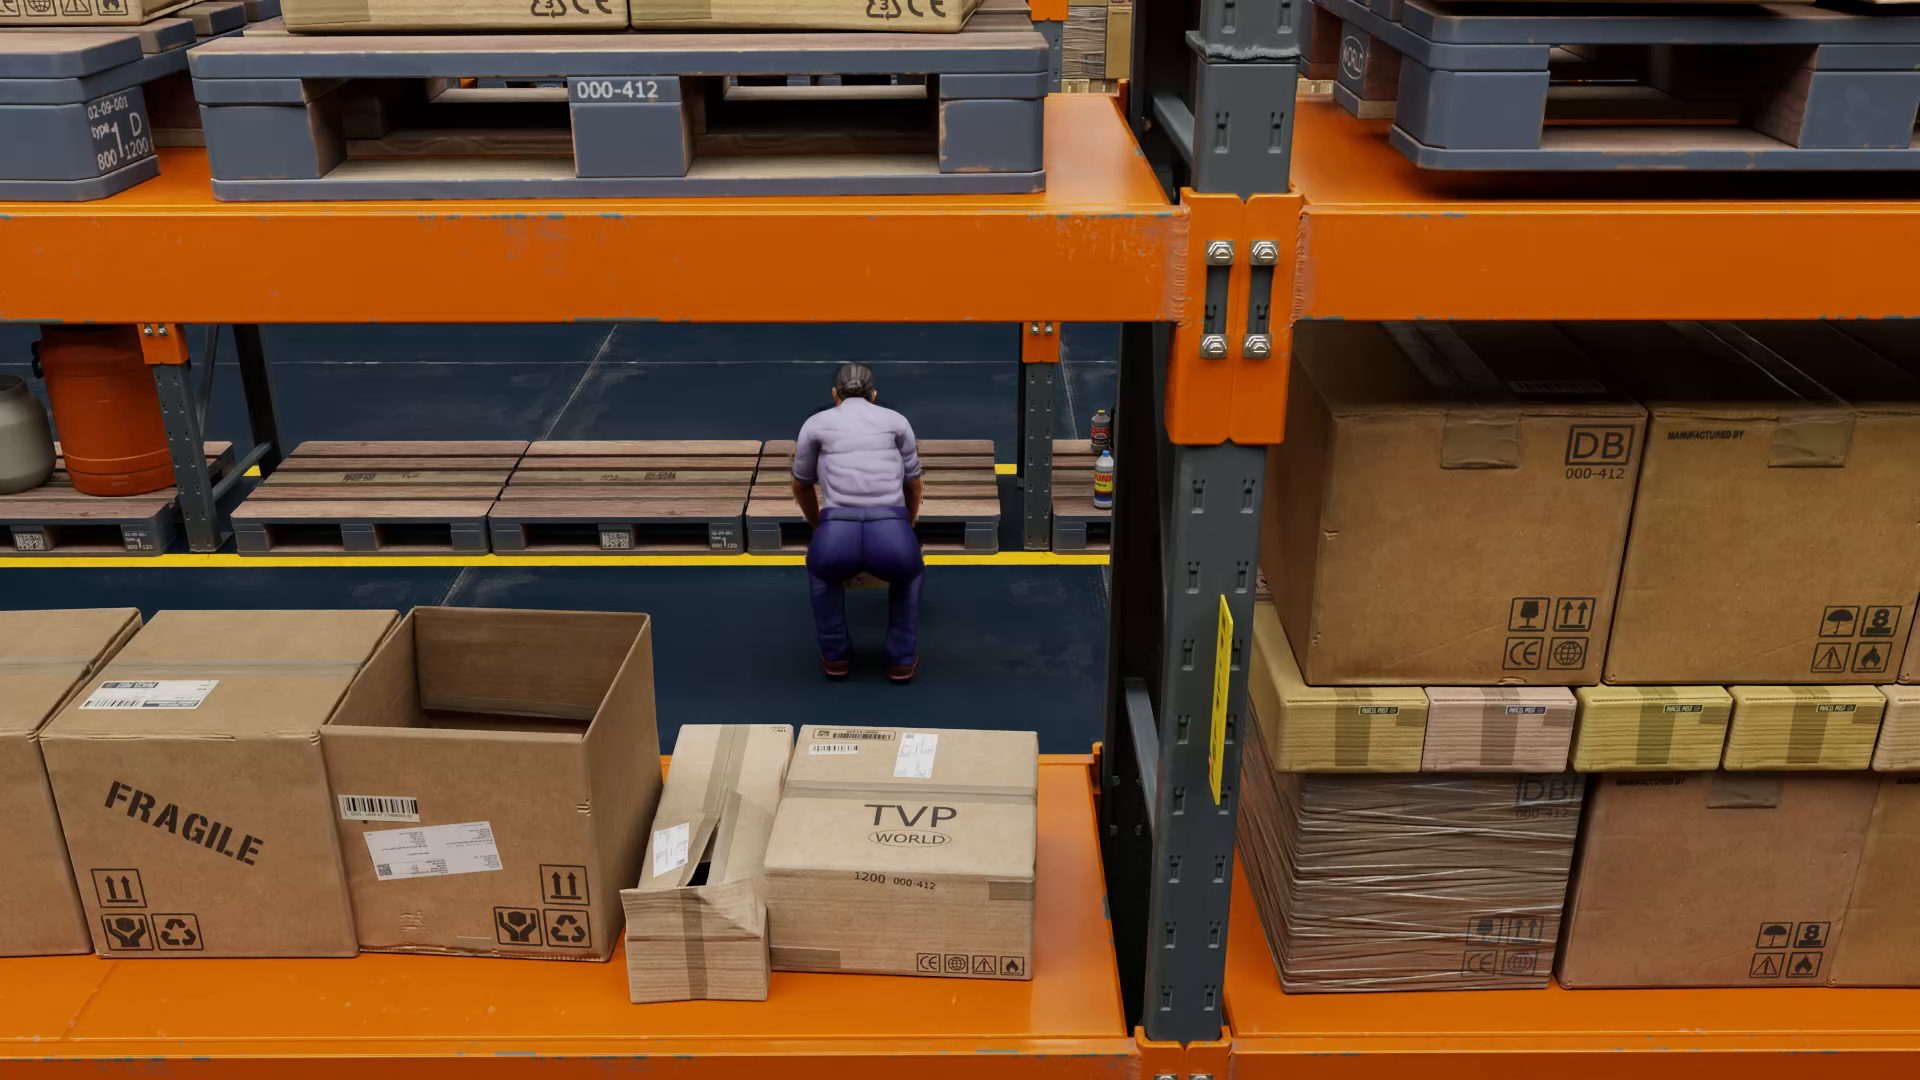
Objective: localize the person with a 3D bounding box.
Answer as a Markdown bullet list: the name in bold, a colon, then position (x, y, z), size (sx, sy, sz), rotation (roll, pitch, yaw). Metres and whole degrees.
- **person**: position (-0.414, -0.035, 6.732), size (0.540, 1.217, 0.727), rotation (0, 24, 0)
